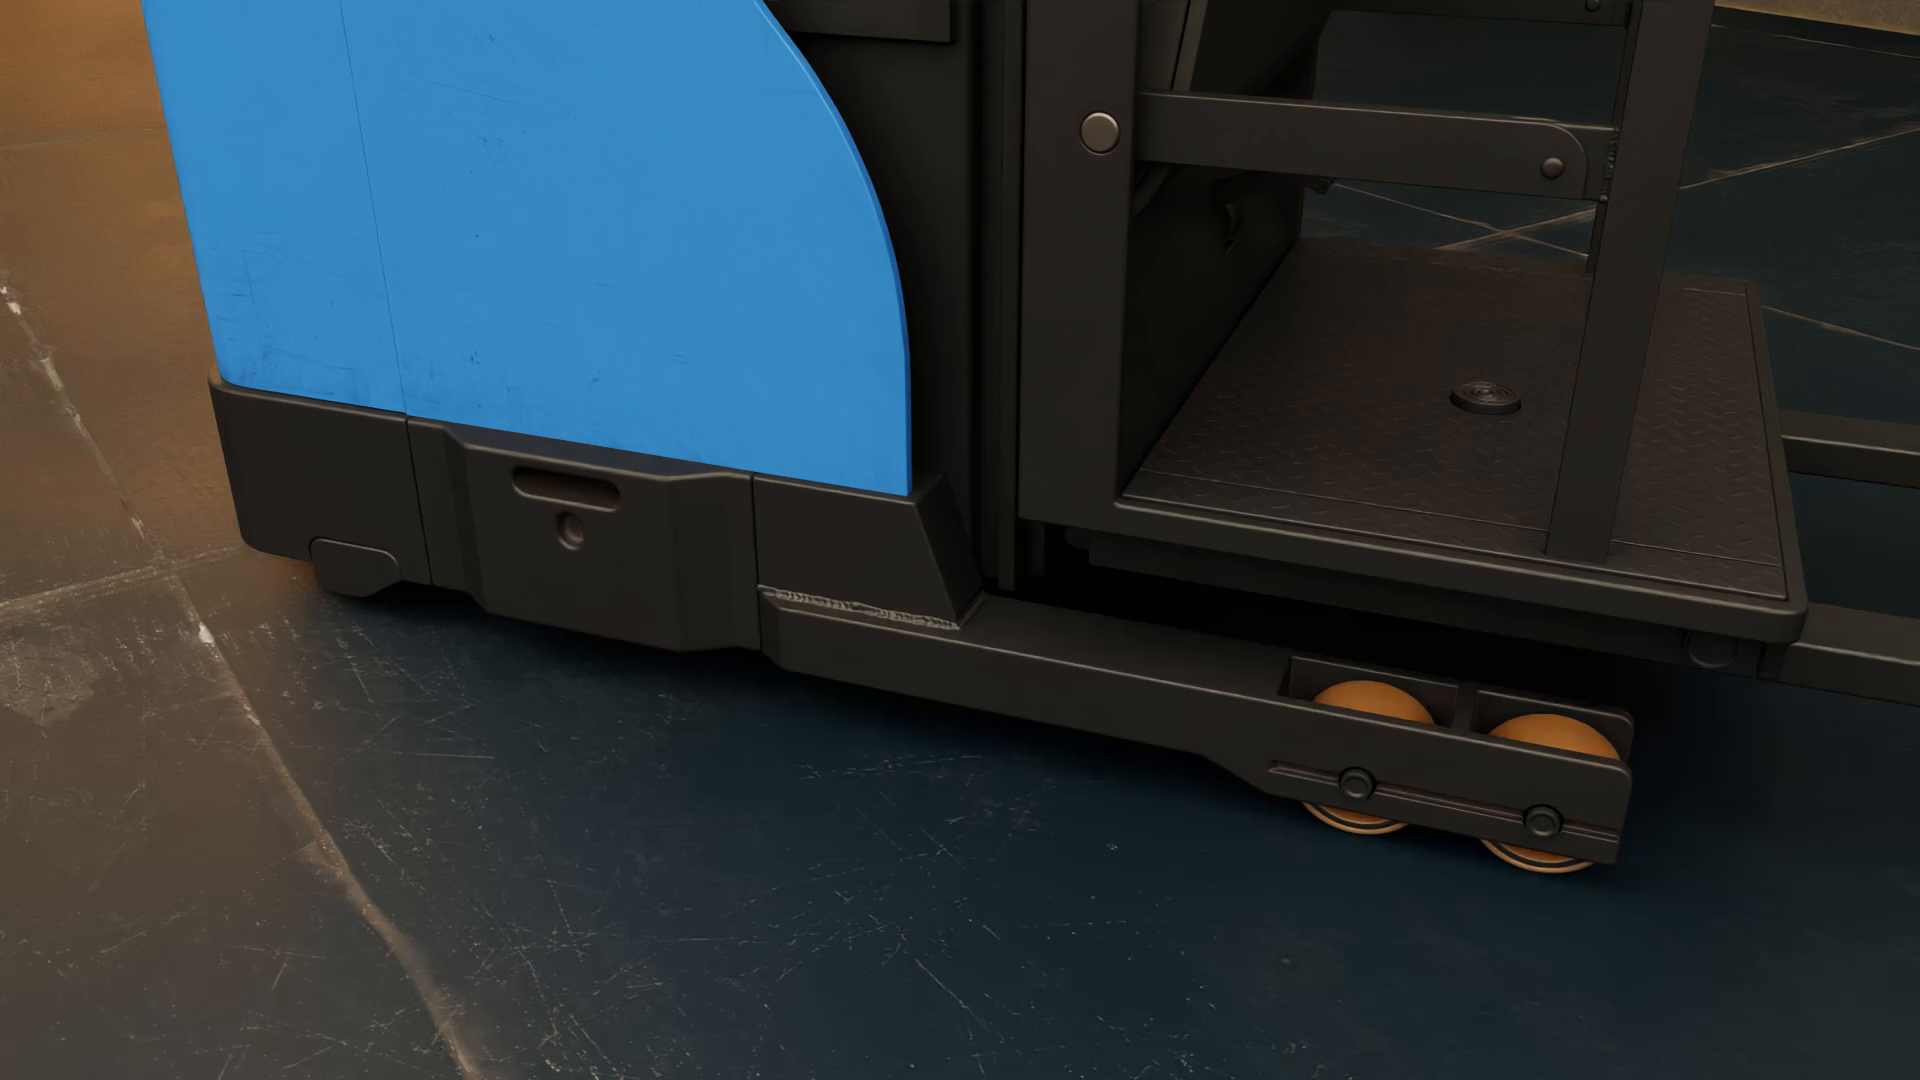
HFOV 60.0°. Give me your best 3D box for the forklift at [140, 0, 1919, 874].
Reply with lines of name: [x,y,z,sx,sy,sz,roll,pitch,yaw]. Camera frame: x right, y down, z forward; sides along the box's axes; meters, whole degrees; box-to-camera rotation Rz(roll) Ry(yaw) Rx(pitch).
forklift: [0.545,-1.223,1.668,3.031,2.935,1.130,10,28,18]
